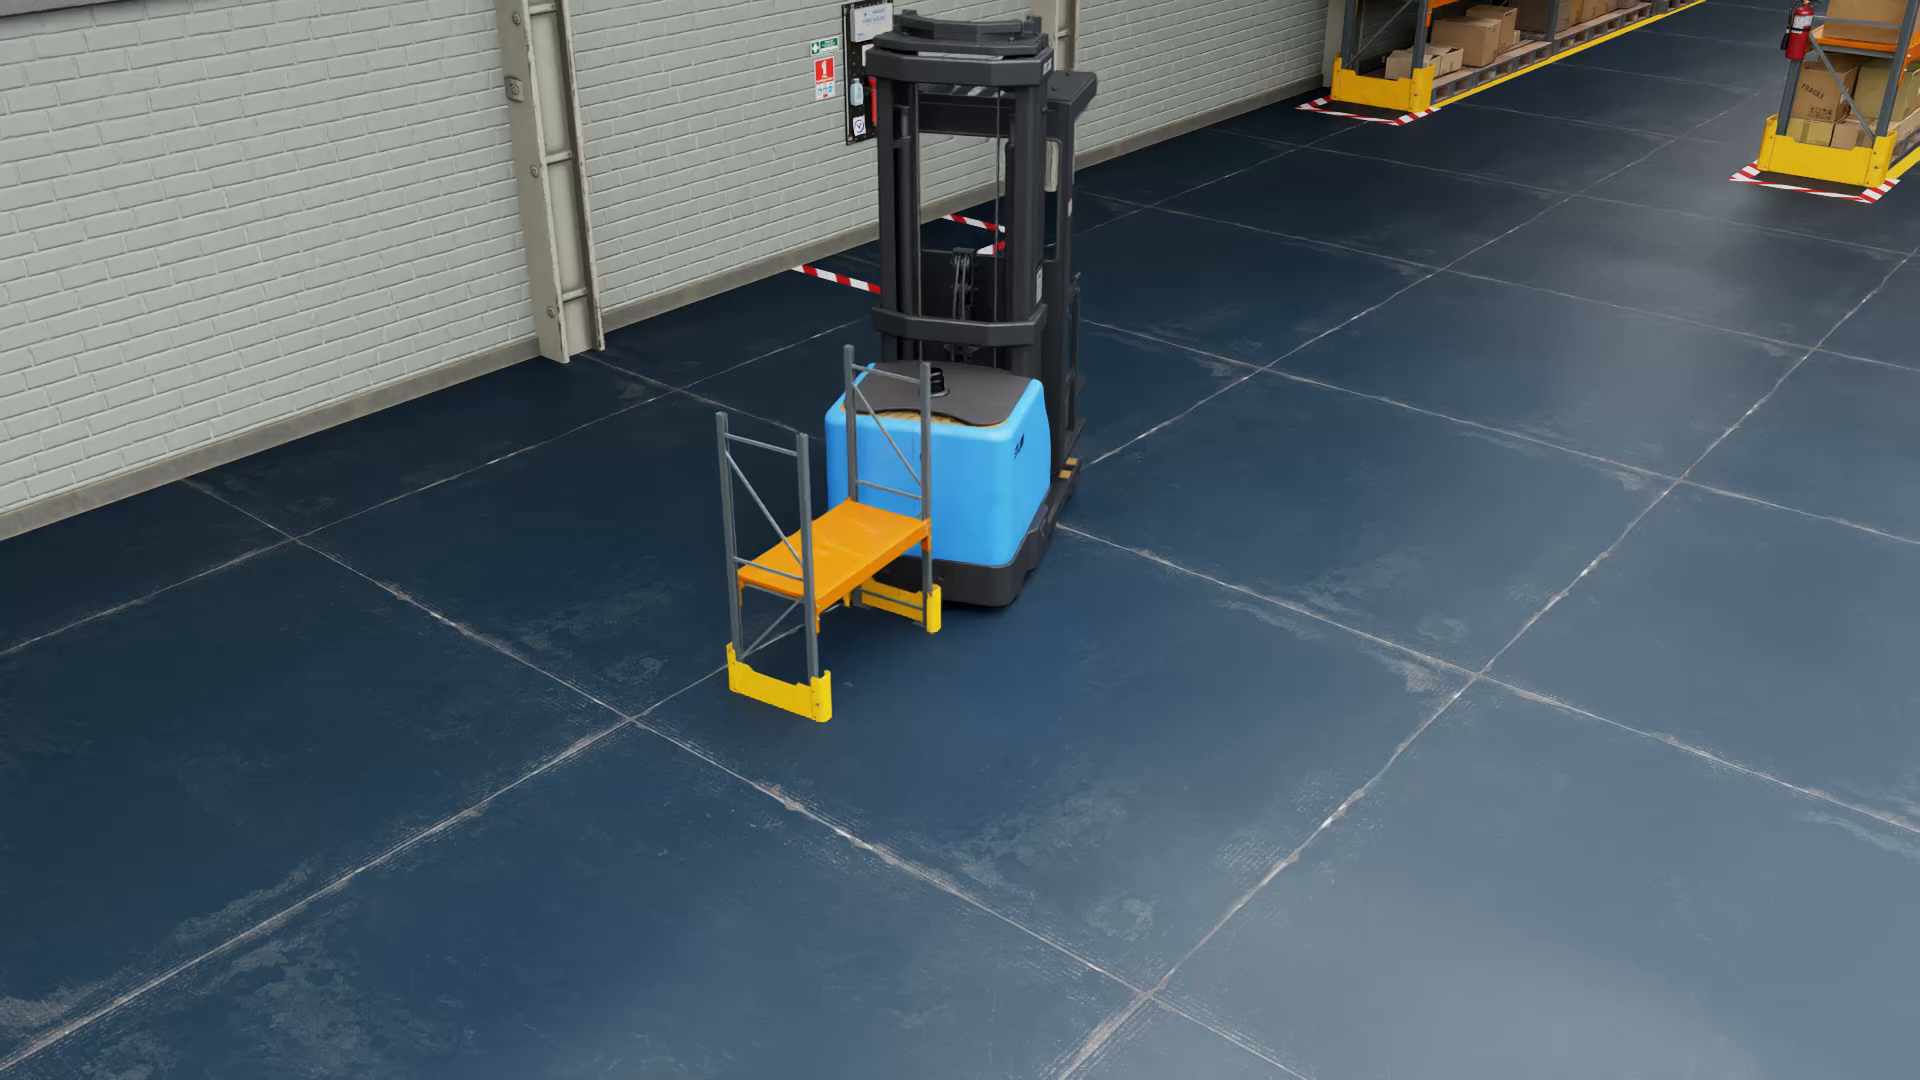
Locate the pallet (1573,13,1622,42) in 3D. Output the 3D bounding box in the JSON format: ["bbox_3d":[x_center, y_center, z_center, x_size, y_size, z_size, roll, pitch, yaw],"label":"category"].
[{"bbox_3d":[8.754,-7.393,23.812,1.003,0.211,1.213,21,34,34],"label":"pallet"}]

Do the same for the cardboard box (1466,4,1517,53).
[{"bbox_3d":[6.855,-6.626,21.536,0.500,0.500,0.500,18,32,31],"label":"cardboard box"}]

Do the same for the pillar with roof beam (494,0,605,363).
[{"bbox_3d":[0.407,-4.155,7.989,9.100,9.000,0.400,21,34,34],"label":"pillar with roof beam"}]

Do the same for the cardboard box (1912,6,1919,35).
[{"bbox_3d":[9.402,-5.450,16.912,0.700,0.500,0.500,22,34,36],"label":"cardboard box"}]

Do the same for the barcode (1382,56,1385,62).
[{"bbox_3d":[5.152,-5.850,20.232,0.001,0.075,0.075,21,34,34],"label":"barcode"}]

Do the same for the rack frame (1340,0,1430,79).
[{"bbox_3d":[4.940,-6.503,19.055,1.000,3.000,0.127,21,34,34],"label":"rack frame"}]

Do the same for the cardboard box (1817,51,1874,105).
[{"bbox_3d":[9.501,-4.991,17.852,0.500,0.500,0.500,21,34,34],"label":"cardboard box"}]

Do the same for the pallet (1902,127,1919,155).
[{"bbox_3d":[9.995,-4.532,18.280,1.003,0.211,1.213,21,34,34],"label":"pallet"}]

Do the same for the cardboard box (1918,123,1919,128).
[{"bbox_3d":[10.233,-4.678,18.064,0.500,0.250,0.500,21,34,34],"label":"cardboard box"}]

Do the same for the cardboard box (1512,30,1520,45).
[{"bbox_3d":[7.167,-6.659,21.963,0.380,0.166,0.250,16,31,28],"label":"cardboard box"}]

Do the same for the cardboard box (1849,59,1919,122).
[{"bbox_3d":[9.594,-4.658,17.208,0.500,0.500,0.500,21,34,34],"label":"cardboard box"}]

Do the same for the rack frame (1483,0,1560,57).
[{"bbox_3d":[7.484,-7.921,21.797,1.000,3.000,0.127,21,34,34],"label":"rack frame"}]

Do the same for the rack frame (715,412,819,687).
[{"bbox_3d":[-0.898,0.144,7.840,0.500,1.500,0.032,16,31,28],"label":"rack frame"}]

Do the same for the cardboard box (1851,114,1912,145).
[{"bbox_3d":[9.593,-4.325,17.381,0.500,0.250,0.500,21,34,34],"label":"cardboard box"}]

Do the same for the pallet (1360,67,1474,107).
[{"bbox_3d":[5.532,-5.569,20.285,1.003,0.211,1.213,21,34,34],"label":"pallet"}]

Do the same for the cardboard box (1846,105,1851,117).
[{"bbox_3d":[9.187,-4.479,17.679,0.500,0.250,0.500,21,34,34],"label":"cardboard box"}]

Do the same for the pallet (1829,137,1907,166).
[{"bbox_3d":[9.219,-4.101,17.448,1.003,0.211,1.213,21,34,34],"label":"pallet"}]

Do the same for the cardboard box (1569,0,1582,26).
[{"bbox_3d":[8.230,-7.470,23.166,0.700,0.500,0.500,20,33,33],"label":"cardboard box"}]

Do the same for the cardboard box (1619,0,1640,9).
[{"bbox_3d":[9.611,-8.154,24.489,0.700,0.500,0.500,21,34,35],"label":"cardboard box"}]

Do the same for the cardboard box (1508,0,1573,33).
[{"bbox_3d":[7.940,-7.272,22.784,0.700,0.500,0.500,22,35,36],"label":"cardboard box"}]

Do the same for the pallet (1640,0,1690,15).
[{"bbox_3d":[10.588,-8.358,25.677,1.003,0.211,1.213,21,34,34],"label":"pallet"}]

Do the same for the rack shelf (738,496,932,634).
[{"bbox_3d":[-0.631,0.104,8.307,0.538,0.185,1.000,16,31,28],"label":"rack shelf"}]

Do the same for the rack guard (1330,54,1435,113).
[{"bbox_3d":[4.988,-5.419,19.682,1.175,0.500,0.348,21,34,34],"label":"rack guard"}]

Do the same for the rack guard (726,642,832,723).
[{"bbox_3d":[-0.887,0.691,8.142,0.587,0.250,0.087,16,31,28],"label":"rack guard"}]

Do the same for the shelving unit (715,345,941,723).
[{"bbox_3d":[-0.627,-0.059,8.232,0.587,1.500,1.083,16,31,28],"label":"shelving unit"}]

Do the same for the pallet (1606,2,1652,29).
[{"bbox_3d":[9.530,-7.824,24.644,1.003,0.211,1.213,21,34,34],"label":"pallet"}]

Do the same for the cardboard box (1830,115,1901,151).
[{"bbox_3d":[9.278,-4.147,17.036,0.500,0.250,0.500,21,34,34],"label":"cardboard box"}]

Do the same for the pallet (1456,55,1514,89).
[{"bbox_3d":[6.309,-5.999,21.117,1.003,0.211,1.213,21,34,34],"label":"pallet"}]

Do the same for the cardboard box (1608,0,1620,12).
[{"bbox_3d":[9.193,-8.005,24.201,0.700,0.500,0.500,21,34,34],"label":"cardboard box"}]

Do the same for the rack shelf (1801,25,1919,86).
[{"bbox_3d":[10.037,-5.446,17.795,1.077,0.370,4.000,21,34,34],"label":"rack shelf"}]

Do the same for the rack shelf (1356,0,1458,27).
[{"bbox_3d":[6.212,-6.892,20.591,1.077,0.370,4.000,21,34,34],"label":"rack shelf"}]

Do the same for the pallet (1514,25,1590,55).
[{"bbox_3d":[7.978,-6.959,22.972,1.003,0.211,1.213,21,34,34],"label":"pallet"}]

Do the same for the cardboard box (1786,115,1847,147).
[{"bbox_3d":[8.878,-4.298,17.329,0.500,0.250,0.500,21,34,34],"label":"cardboard box"}]

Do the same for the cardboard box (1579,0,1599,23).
[{"bbox_3d":[8.585,-7.639,23.493,0.700,0.500,0.500,21,34,35],"label":"cardboard box"}]

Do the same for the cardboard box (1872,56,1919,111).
[{"bbox_3d":[9.902,-4.839,17.558,0.500,0.500,0.500,21,34,34],"label":"cardboard box"}]

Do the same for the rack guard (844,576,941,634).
[{"bbox_3d":[-0.366,0.301,8.896,0.587,0.250,0.087,16,31,28],"label":"rack guard"}]

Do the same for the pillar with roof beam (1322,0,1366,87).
[{"bbox_3d":[8.040,-8.410,16.213,9.100,9.000,0.400,21,34,34],"label":"pillar with roof beam"}]

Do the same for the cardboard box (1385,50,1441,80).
[{"bbox_3d":[5.450,-5.723,19.995,0.500,0.311,0.500,17,32,29],"label":"cardboard box"}]

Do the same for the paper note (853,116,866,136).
[{"bbox_3d":[-0.866,-3.578,14.360,0.016,0.148,0.142,21,34,34],"label":"paper note"}]

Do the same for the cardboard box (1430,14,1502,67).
[{"bbox_3d":[6.317,-6.254,20.817,0.700,0.500,0.500,18,33,31],"label":"cardboard box"}]

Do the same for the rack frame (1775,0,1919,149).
[{"bbox_3d":[8.765,-5.056,16.259,1.000,3.000,0.127,21,34,34],"label":"rack frame"}]

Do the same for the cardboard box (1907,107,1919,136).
[{"bbox_3d":[9.911,-4.502,17.724,0.500,0.250,0.500,21,34,34],"label":"cardboard box"}]

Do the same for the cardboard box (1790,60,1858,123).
[{"bbox_3d":[8.876,-4.632,17.158,0.500,0.500,0.500,21,34,34],"label":"cardboard box"}]

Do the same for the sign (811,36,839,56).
[{"bbox_3d":[-1.121,-4.096,13.787,0.001,0.109,0.331,21,34,34],"label":"sign"}]

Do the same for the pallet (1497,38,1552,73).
[{"bbox_3d":[7.084,-6.434,21.957,1.003,0.211,1.213,21,34,34],"label":"pallet"}]

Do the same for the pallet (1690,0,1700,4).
[{"bbox_3d":[11.364,-8.789,26.509,1.003,0.211,1.213,21,34,34],"label":"pallet"}]

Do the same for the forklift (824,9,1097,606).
[{"bbox_3d":[0.145,-1.605,9.663,1.130,2.935,3.031,7,28,13],"label":"forklift"}]

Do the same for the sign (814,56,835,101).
[{"bbox_3d":[-1.131,-3.861,13.911,0.001,0.329,0.234,21,34,34],"label":"sign"}]

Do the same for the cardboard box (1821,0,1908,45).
[{"bbox_3d":[9.072,-5.262,16.549,0.700,0.500,0.500,21,34,34],"label":"cardboard box"}]

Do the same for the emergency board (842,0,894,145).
[{"bbox_3d":[-0.700,-4.011,14.240,0.194,1.169,0.643,21,34,34],"label":"emergency board"}]

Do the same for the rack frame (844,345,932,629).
[{"bbox_3d":[-0.365,-0.254,8.610,0.500,1.500,0.032,16,31,28],"label":"rack frame"}]

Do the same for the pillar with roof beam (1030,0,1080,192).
[{"bbox_3d":[4.223,-6.283,12.101,9.100,9.000,0.400,21,34,34],"label":"pillar with roof beam"}]

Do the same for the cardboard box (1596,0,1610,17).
[{"bbox_3d":[8.899,-7.821,23.845,0.700,0.500,0.500,21,34,34],"label":"cardboard box"}]

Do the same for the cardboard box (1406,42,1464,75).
[{"bbox_3d":[5.812,-5.925,20.386,0.500,0.311,0.500,24,36,38],"label":"cardboard box"}]

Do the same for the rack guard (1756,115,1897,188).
[{"bbox_3d":[8.750,-3.938,16.817,1.175,0.500,0.348,21,34,34],"label":"rack guard"}]

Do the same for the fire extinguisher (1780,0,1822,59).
[{"bbox_3d":[8.331,-5.116,16.459,0.296,0.674,0.183,21,34,34],"label":"fire extinguisher"}]

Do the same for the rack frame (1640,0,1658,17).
[{"bbox_3d":[10.029,-9.339,24.538,1.000,3.000,0.127,21,34,34],"label":"rack frame"}]
